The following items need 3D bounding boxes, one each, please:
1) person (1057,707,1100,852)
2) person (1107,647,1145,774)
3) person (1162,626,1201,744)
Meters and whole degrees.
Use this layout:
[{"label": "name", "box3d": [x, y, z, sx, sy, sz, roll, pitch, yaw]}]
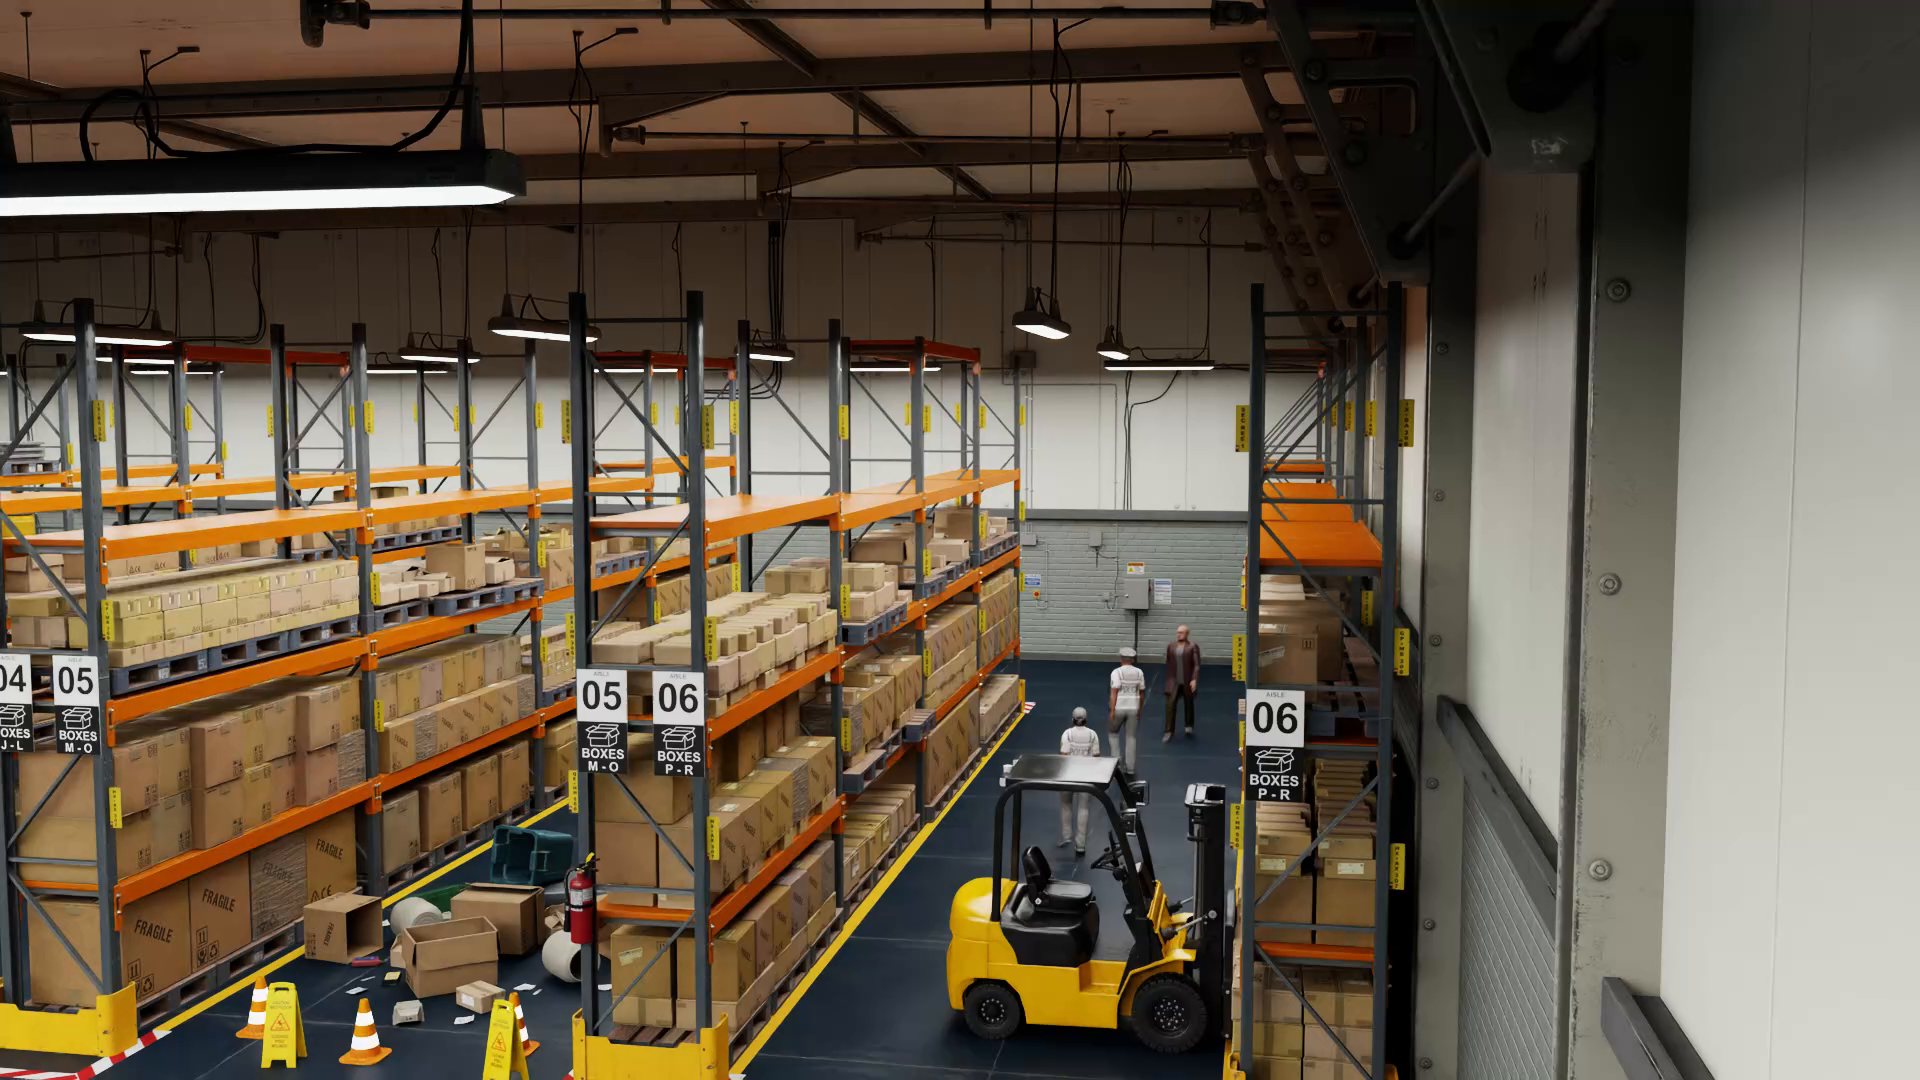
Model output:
[{"label": "person", "box3d": [1.383, 2.807, 19.393, 0.508, 1.704, 0.626, 0, 5, 1]}, {"label": "person", "box3d": [2.351, 2.426, 23.399, 0.553, 1.823, 0.545, -1, 5, -9]}, {"label": "person", "box3d": [3.440, 2.308, 25.801, 0.603, 1.557, 1.038, 2, 5, 20]}]
